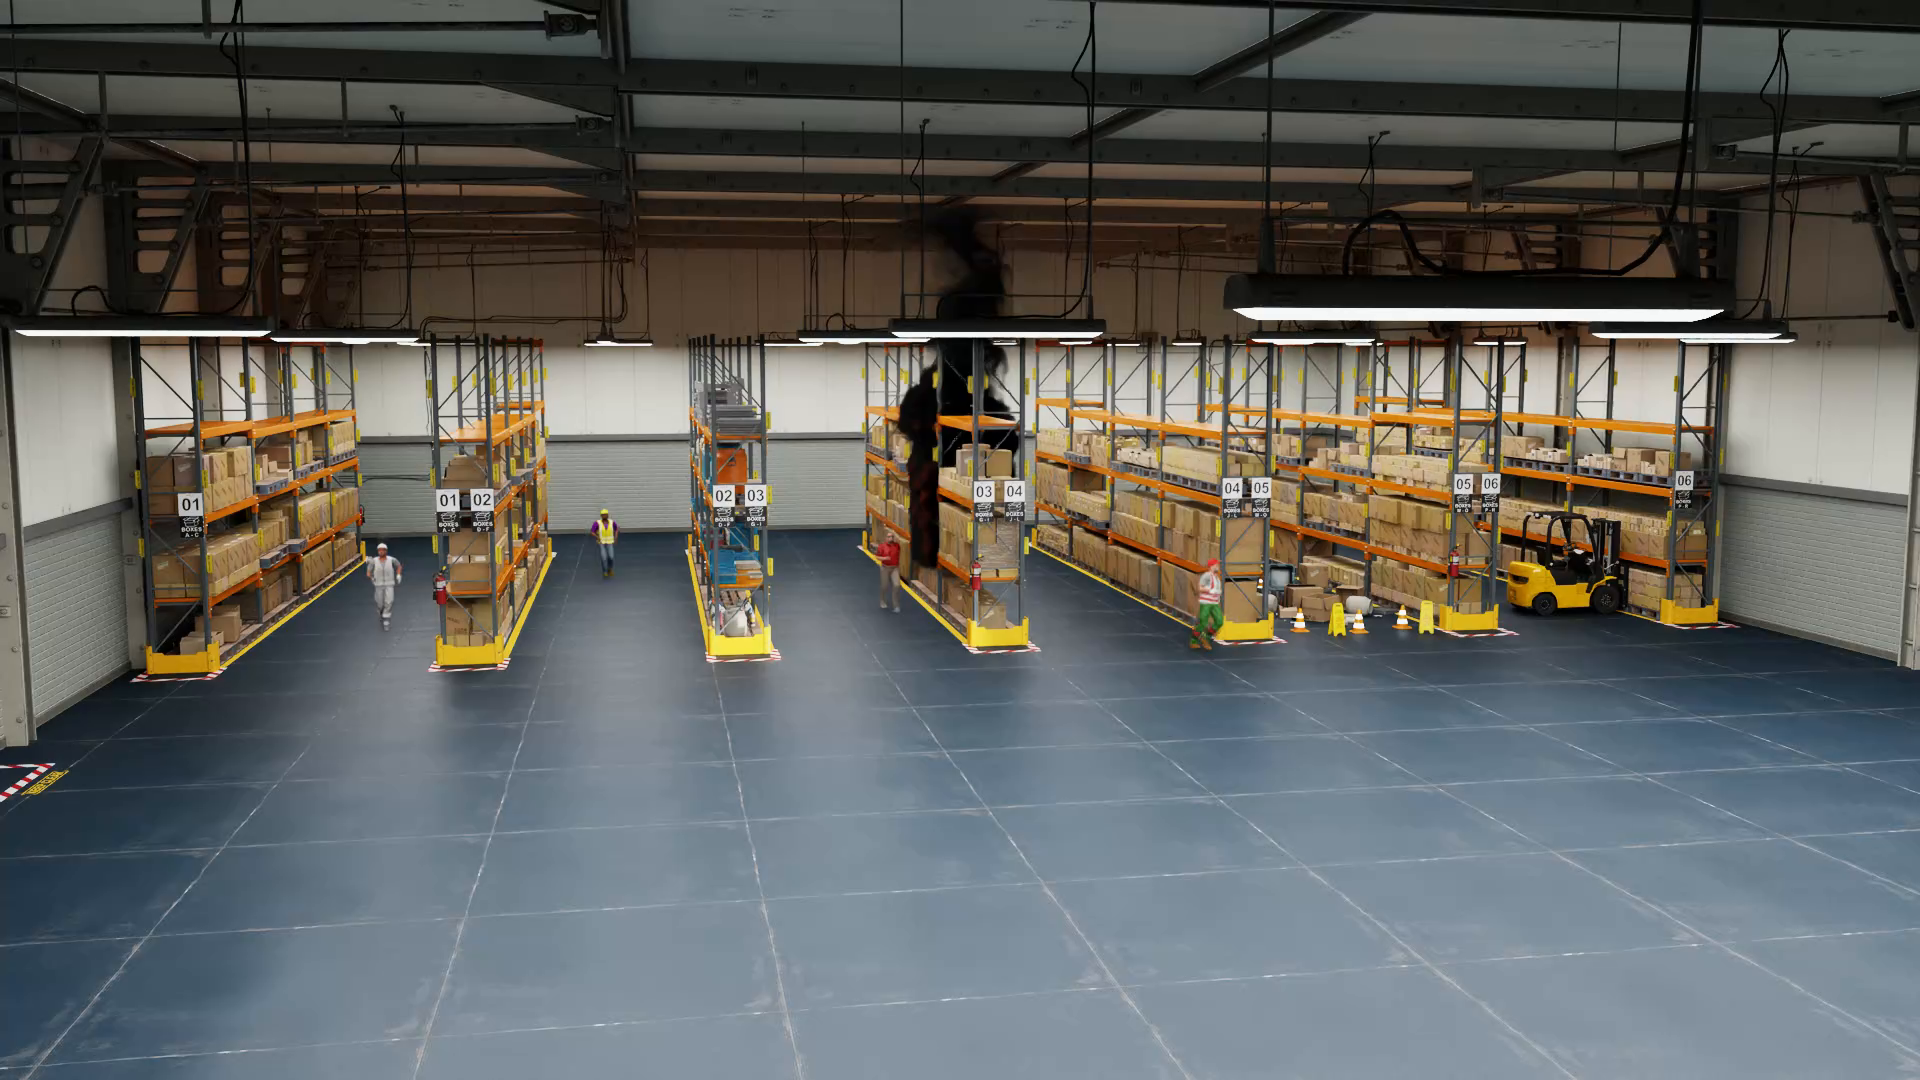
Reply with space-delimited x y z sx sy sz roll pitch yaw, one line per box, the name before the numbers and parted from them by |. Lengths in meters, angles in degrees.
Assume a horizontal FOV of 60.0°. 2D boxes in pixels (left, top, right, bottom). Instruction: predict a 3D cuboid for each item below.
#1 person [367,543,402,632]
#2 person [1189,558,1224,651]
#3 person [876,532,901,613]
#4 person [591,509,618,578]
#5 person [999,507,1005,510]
person | -11.773 0.947 34.031 0.672 1.760 0.993 -2 7 -18
person | 4.801 1.230 31.738 0.653 1.760 0.658 -6 9 -40
person | -1.551 0.701 36.458 0.603 1.786 0.848 -2 7 -16
person | -8.863 0.098 41.564 0.705 1.734 0.613 -2 7 -18
person | 1.244 -0.434 46.522 0.603 1.671 0.919 -1 7 -11
